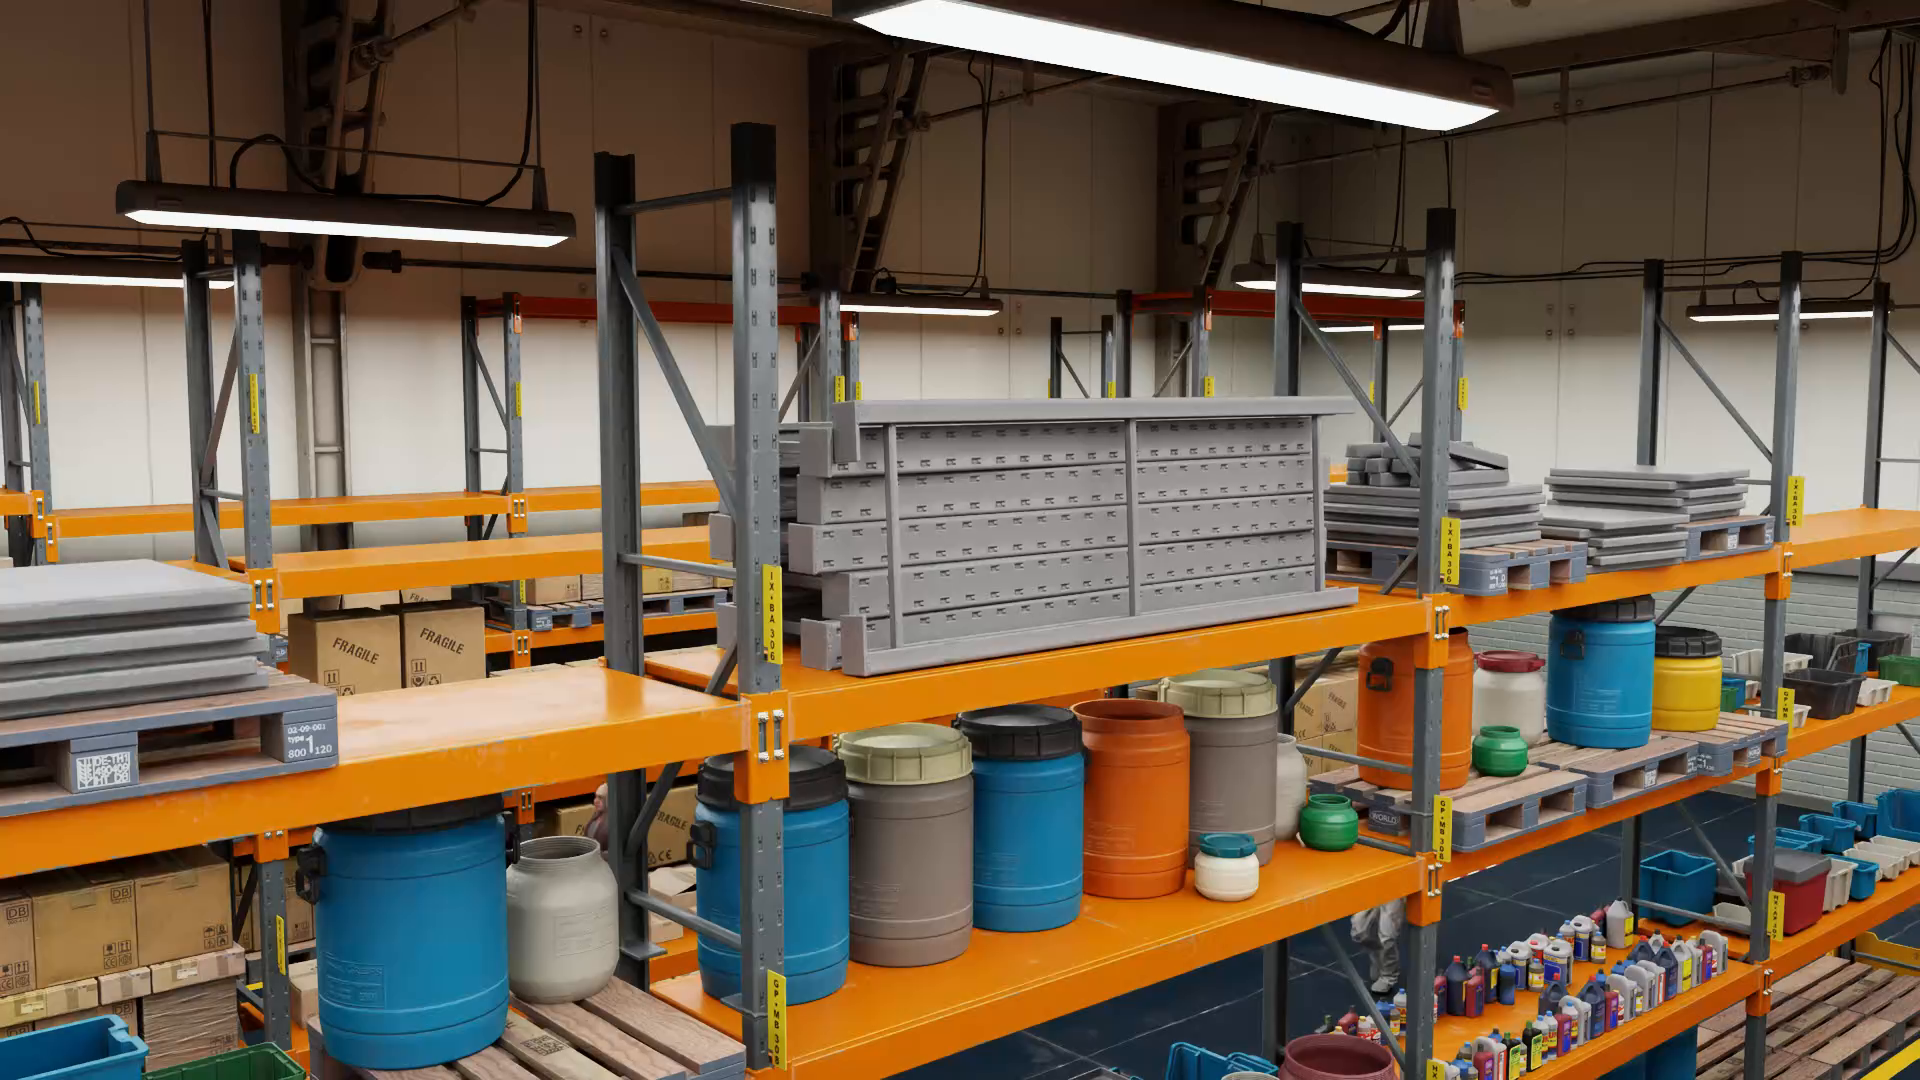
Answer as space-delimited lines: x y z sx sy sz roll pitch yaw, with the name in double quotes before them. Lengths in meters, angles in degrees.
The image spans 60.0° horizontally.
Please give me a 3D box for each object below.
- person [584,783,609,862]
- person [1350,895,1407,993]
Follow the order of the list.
"person" -2.984 2.922 14.044 0.700 1.763 1.065 5 7 43
"person" 3.558 2.969 14.004 0.656 1.736 0.582 4 7 38
